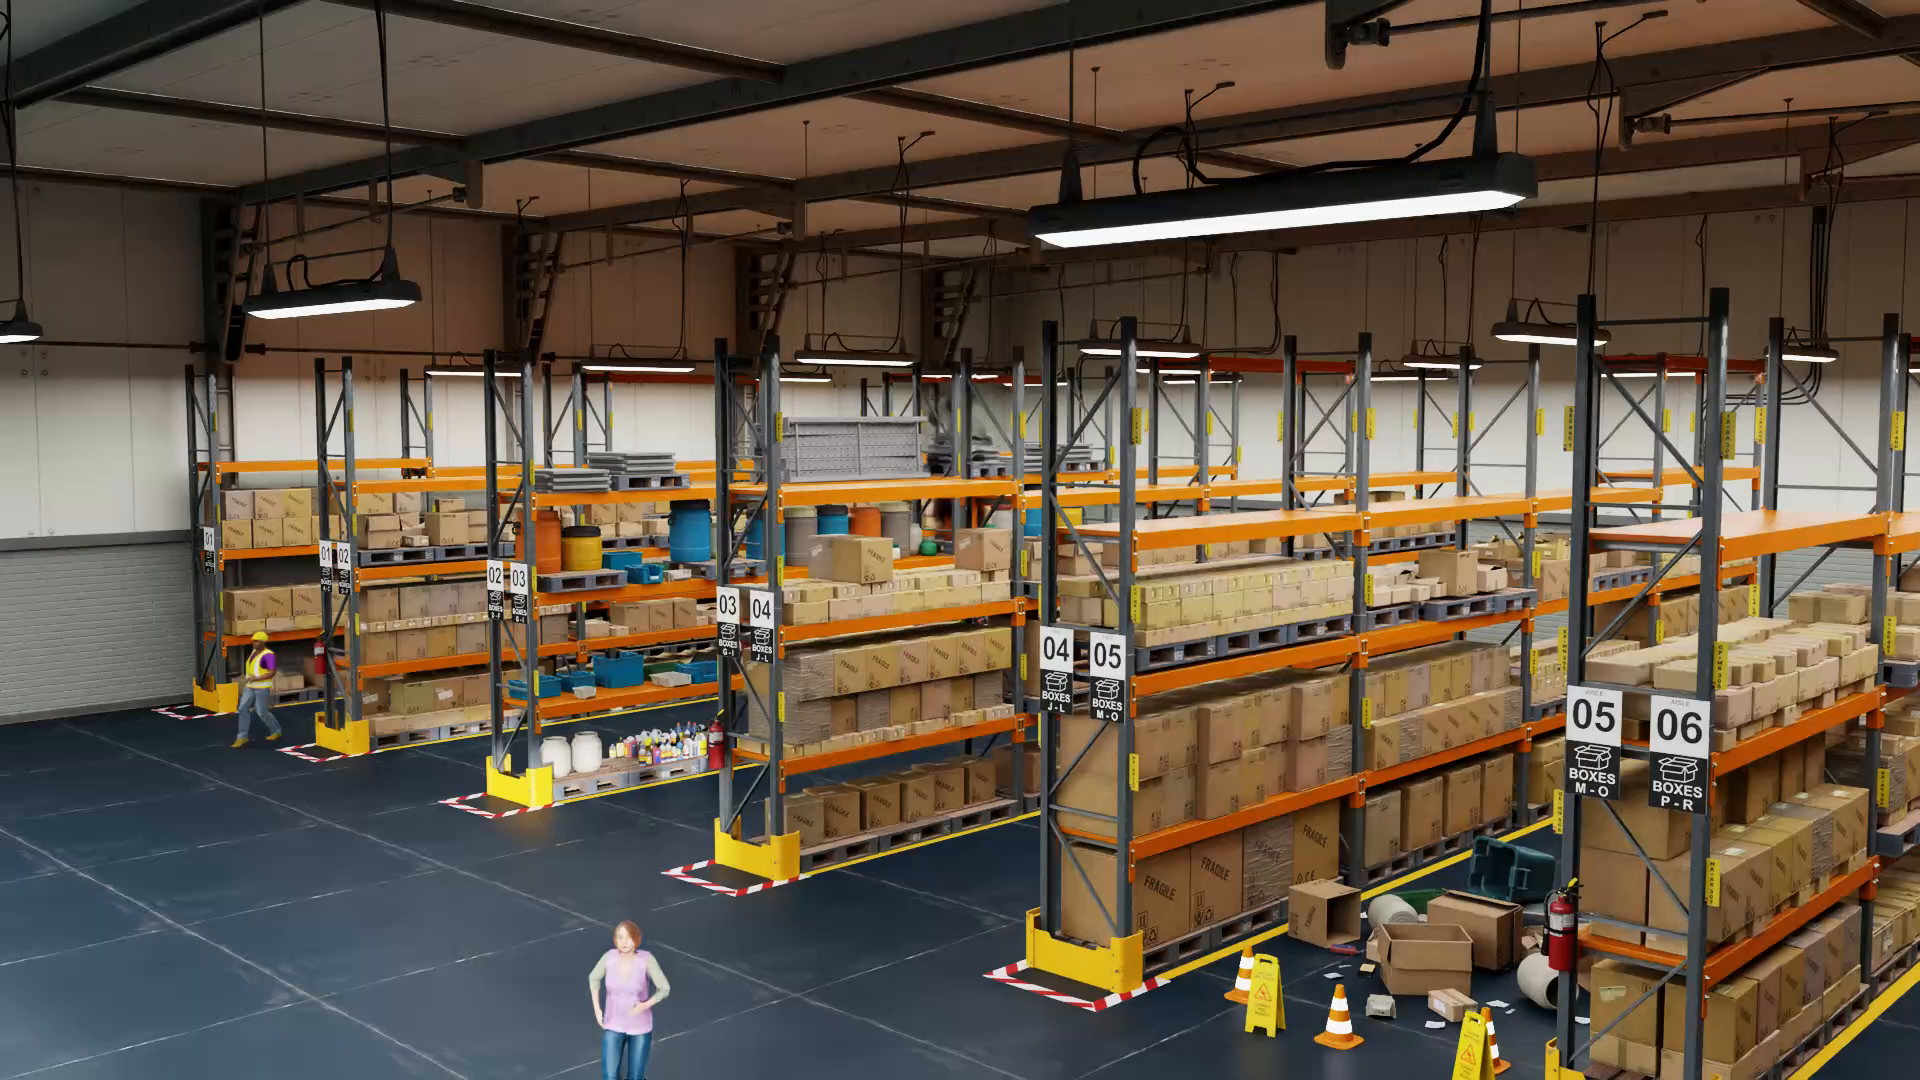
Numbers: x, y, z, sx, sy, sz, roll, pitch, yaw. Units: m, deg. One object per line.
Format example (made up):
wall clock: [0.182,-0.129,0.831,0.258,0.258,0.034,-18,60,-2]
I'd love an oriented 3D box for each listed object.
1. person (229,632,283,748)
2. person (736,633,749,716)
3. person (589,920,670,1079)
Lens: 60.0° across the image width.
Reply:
person: [-10.917,2.326,25.824,0.739,1.807,0.780,3,5,36]
person: [-3.743,2.161,27.916,0.685,1.735,0.667,3,5,33]
person: [-2.347,3.465,11.766,0.593,1.577,0.557,0,4,-3]
